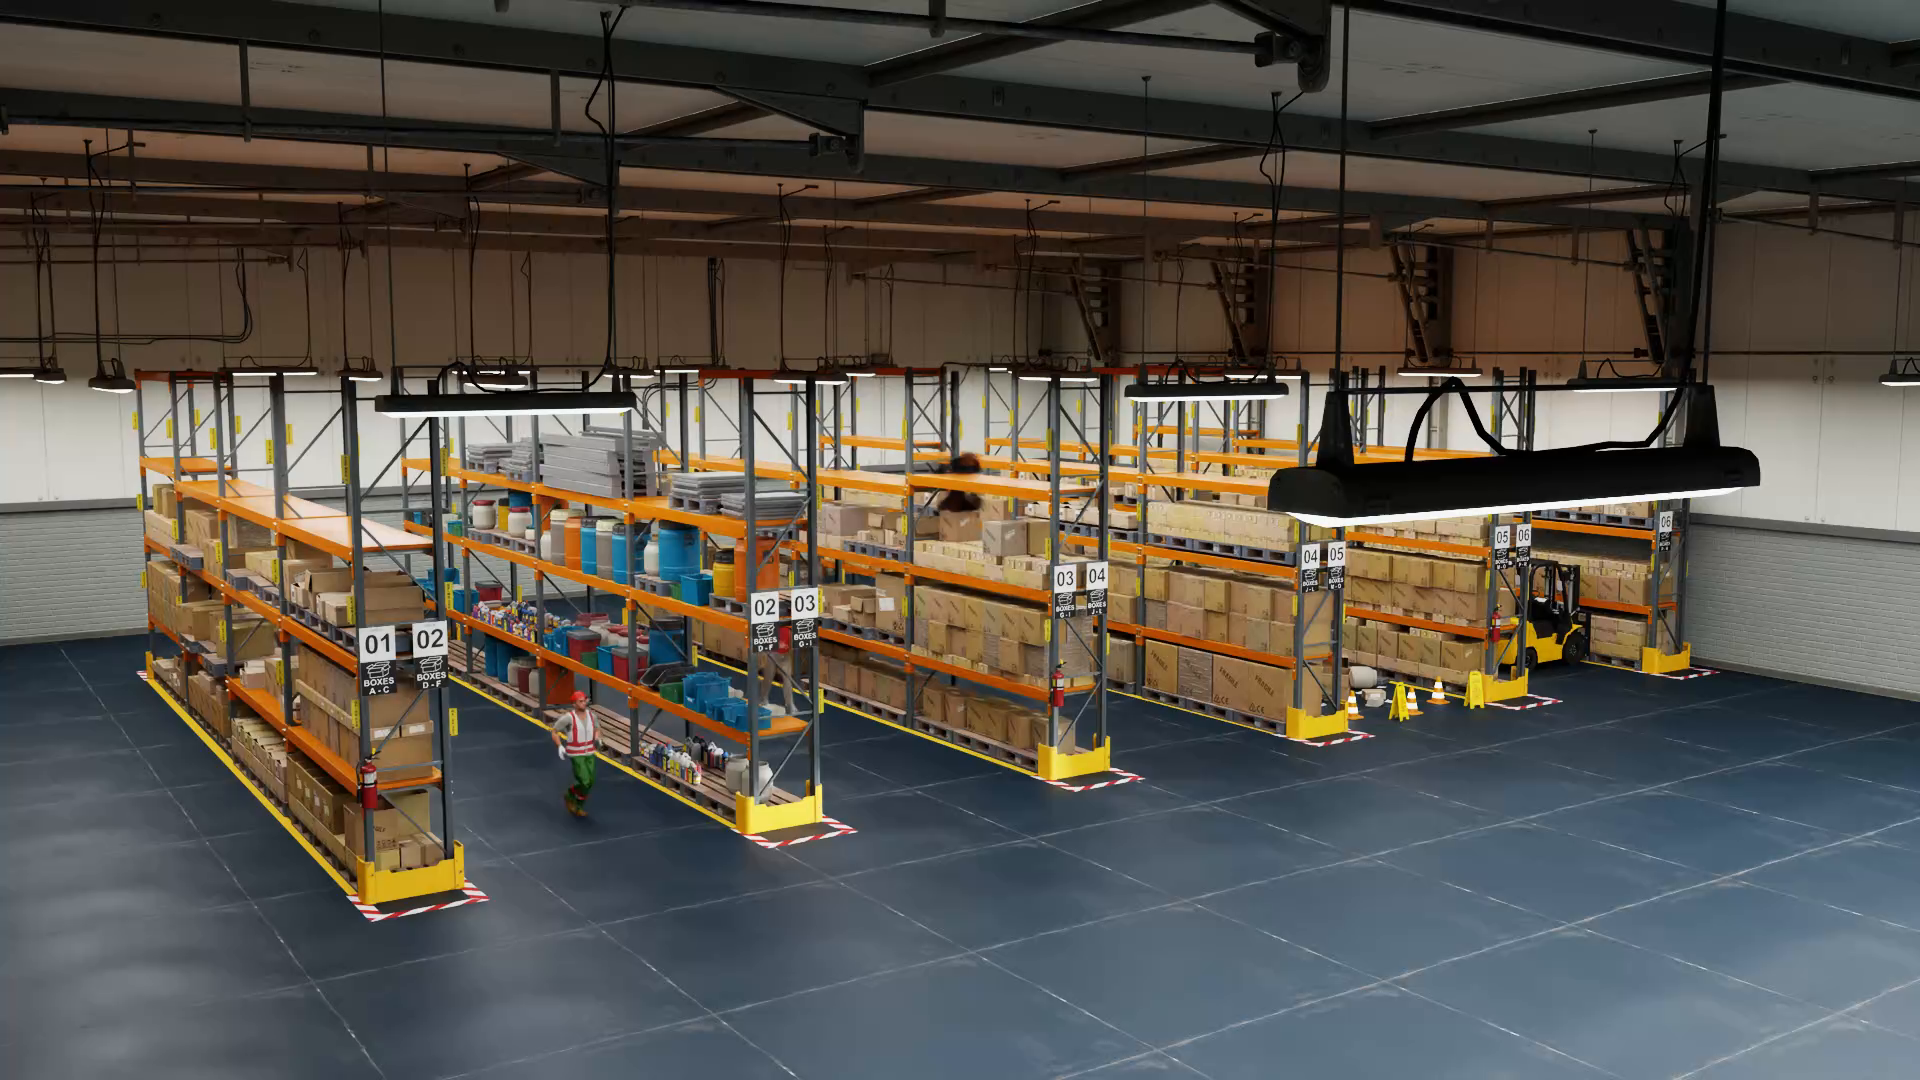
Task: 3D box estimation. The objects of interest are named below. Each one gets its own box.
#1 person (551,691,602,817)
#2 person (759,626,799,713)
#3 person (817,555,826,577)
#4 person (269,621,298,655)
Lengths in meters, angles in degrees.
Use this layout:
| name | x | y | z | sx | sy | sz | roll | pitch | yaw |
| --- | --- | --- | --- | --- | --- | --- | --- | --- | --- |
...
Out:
| name | x | y | z | sx | sy | sz | roll | pitch | yaw |
| --- | --- | --- | --- | --- | --- | --- | --- | --- | --- |
| person | -5.109 | 2.914 | 22.540 | 0.586 | 1.738 | 0.656 | 6 | 9 | 42 |
| person | -3.075 | 2.029 | 28.040 | 0.608 | 1.782 | 0.866 | -5 | 8 | -38 |
| person | -3.606 | 0.743 | 42.068 | 0.738 | 1.761 | 0.825 | 0 | 6 | -4 |
| person | -13.776 | 1.781 | 33.488 | 0.766 | 1.608 | 0.681 | 3 | 7 | 27 |
